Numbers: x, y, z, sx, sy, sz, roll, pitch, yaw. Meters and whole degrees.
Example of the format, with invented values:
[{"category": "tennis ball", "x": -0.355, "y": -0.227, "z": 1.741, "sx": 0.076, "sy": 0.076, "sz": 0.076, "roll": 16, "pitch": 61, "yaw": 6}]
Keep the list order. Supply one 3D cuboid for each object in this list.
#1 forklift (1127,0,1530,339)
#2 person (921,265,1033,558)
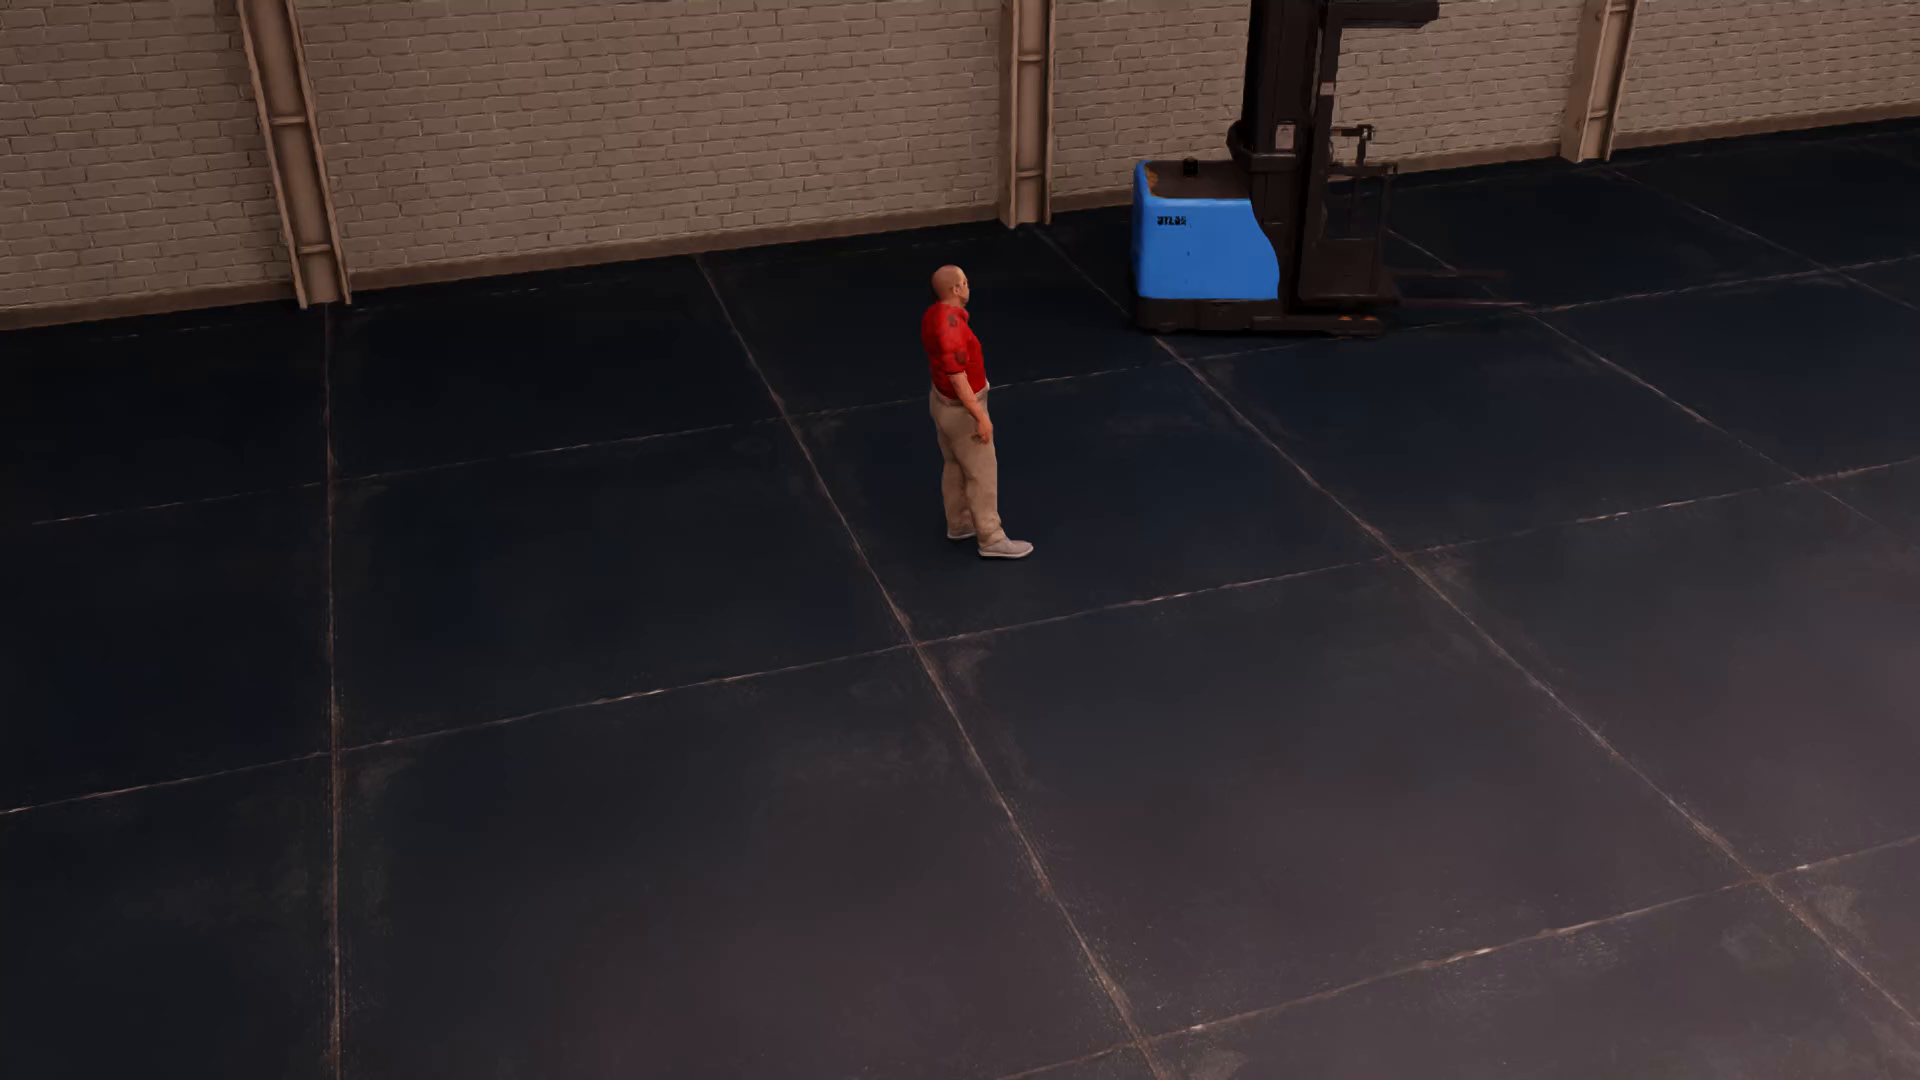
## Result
[{"category": "forklift", "x": 2.862, "y": -3.072, "z": 12.427, "sx": 3.031, "sy": 2.935, "sz": 1.130, "roll": 1, "pitch": 30, "yaw": 1}, {"category": "person", "x": 0.089, "y": -0.764, "z": 9.606, "sx": 0.550, "sy": 1.727, "sz": 0.640, "roll": -10, "pitch": 31, "yaw": -16}]
